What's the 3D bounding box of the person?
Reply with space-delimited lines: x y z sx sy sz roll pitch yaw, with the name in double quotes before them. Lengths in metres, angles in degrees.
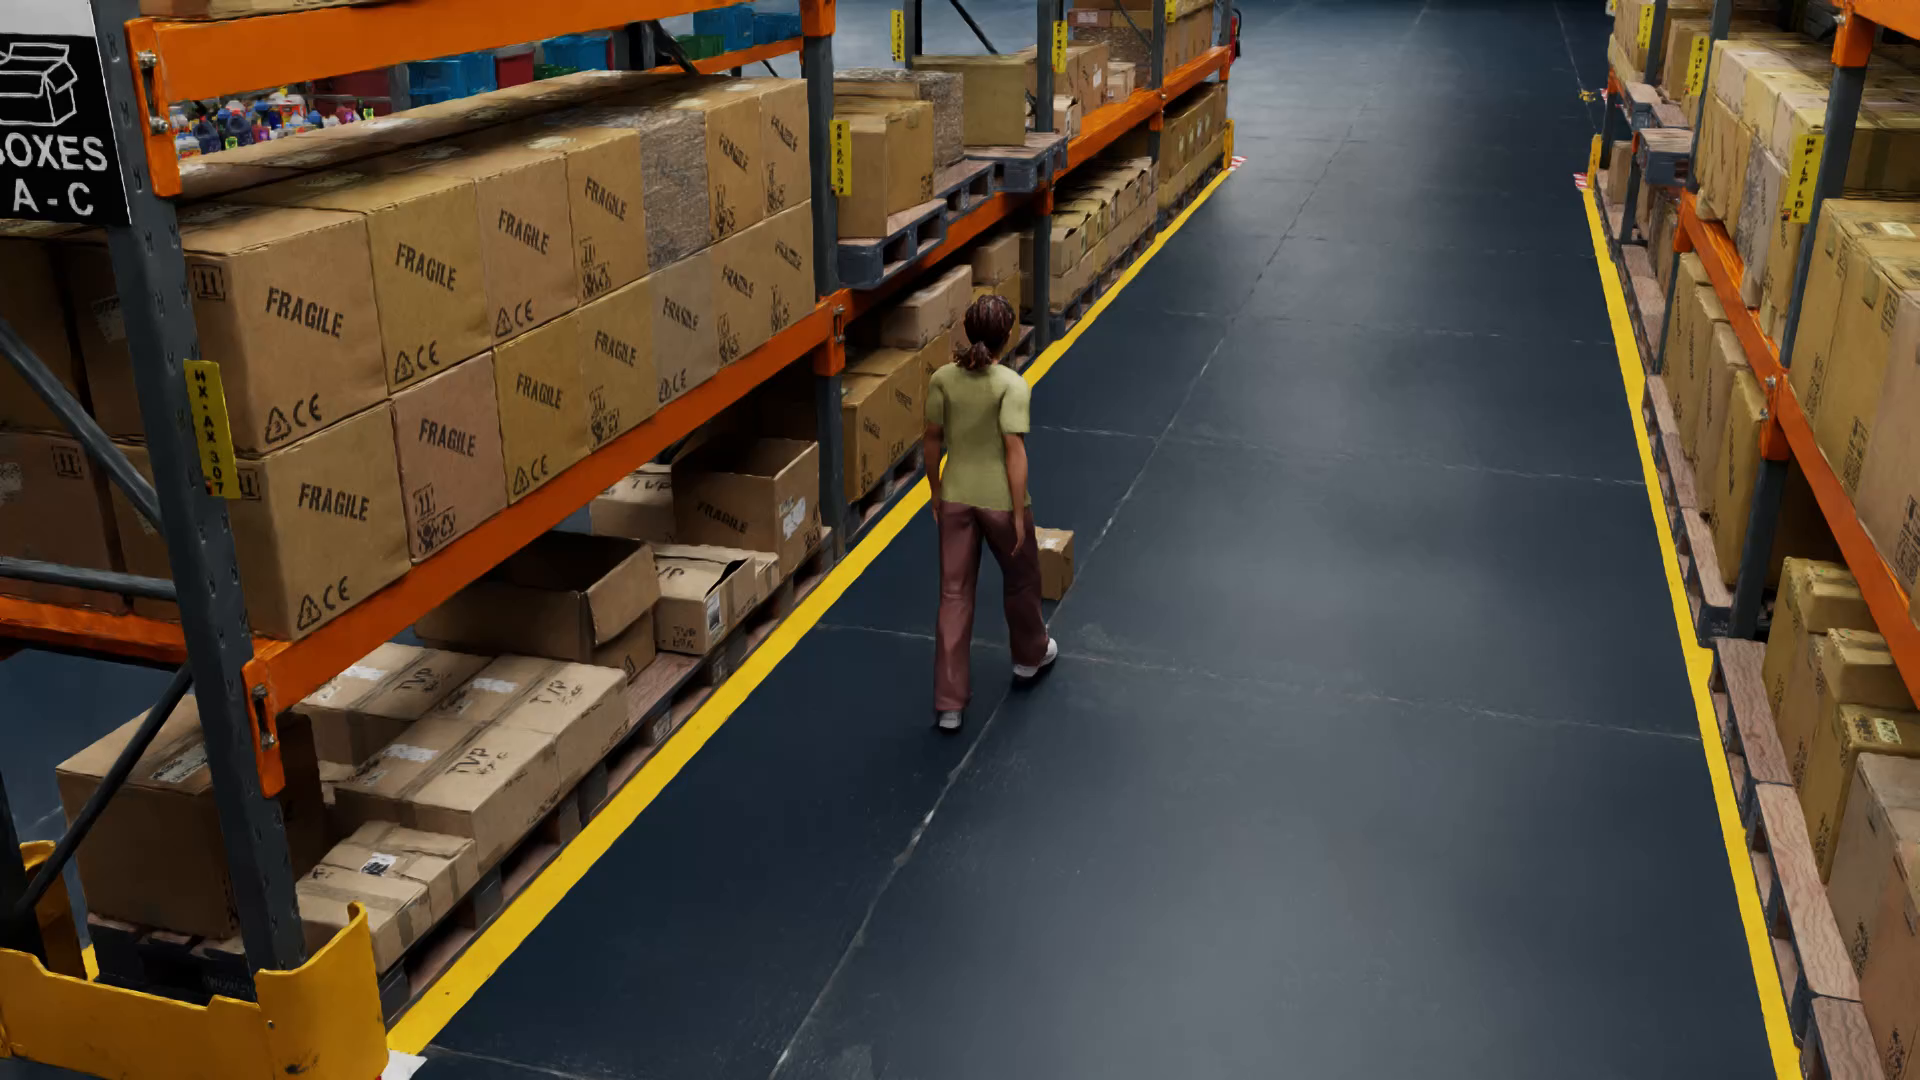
"person" 0.098 -0.160 6.477 0.463 1.634 0.812 8 23 19
